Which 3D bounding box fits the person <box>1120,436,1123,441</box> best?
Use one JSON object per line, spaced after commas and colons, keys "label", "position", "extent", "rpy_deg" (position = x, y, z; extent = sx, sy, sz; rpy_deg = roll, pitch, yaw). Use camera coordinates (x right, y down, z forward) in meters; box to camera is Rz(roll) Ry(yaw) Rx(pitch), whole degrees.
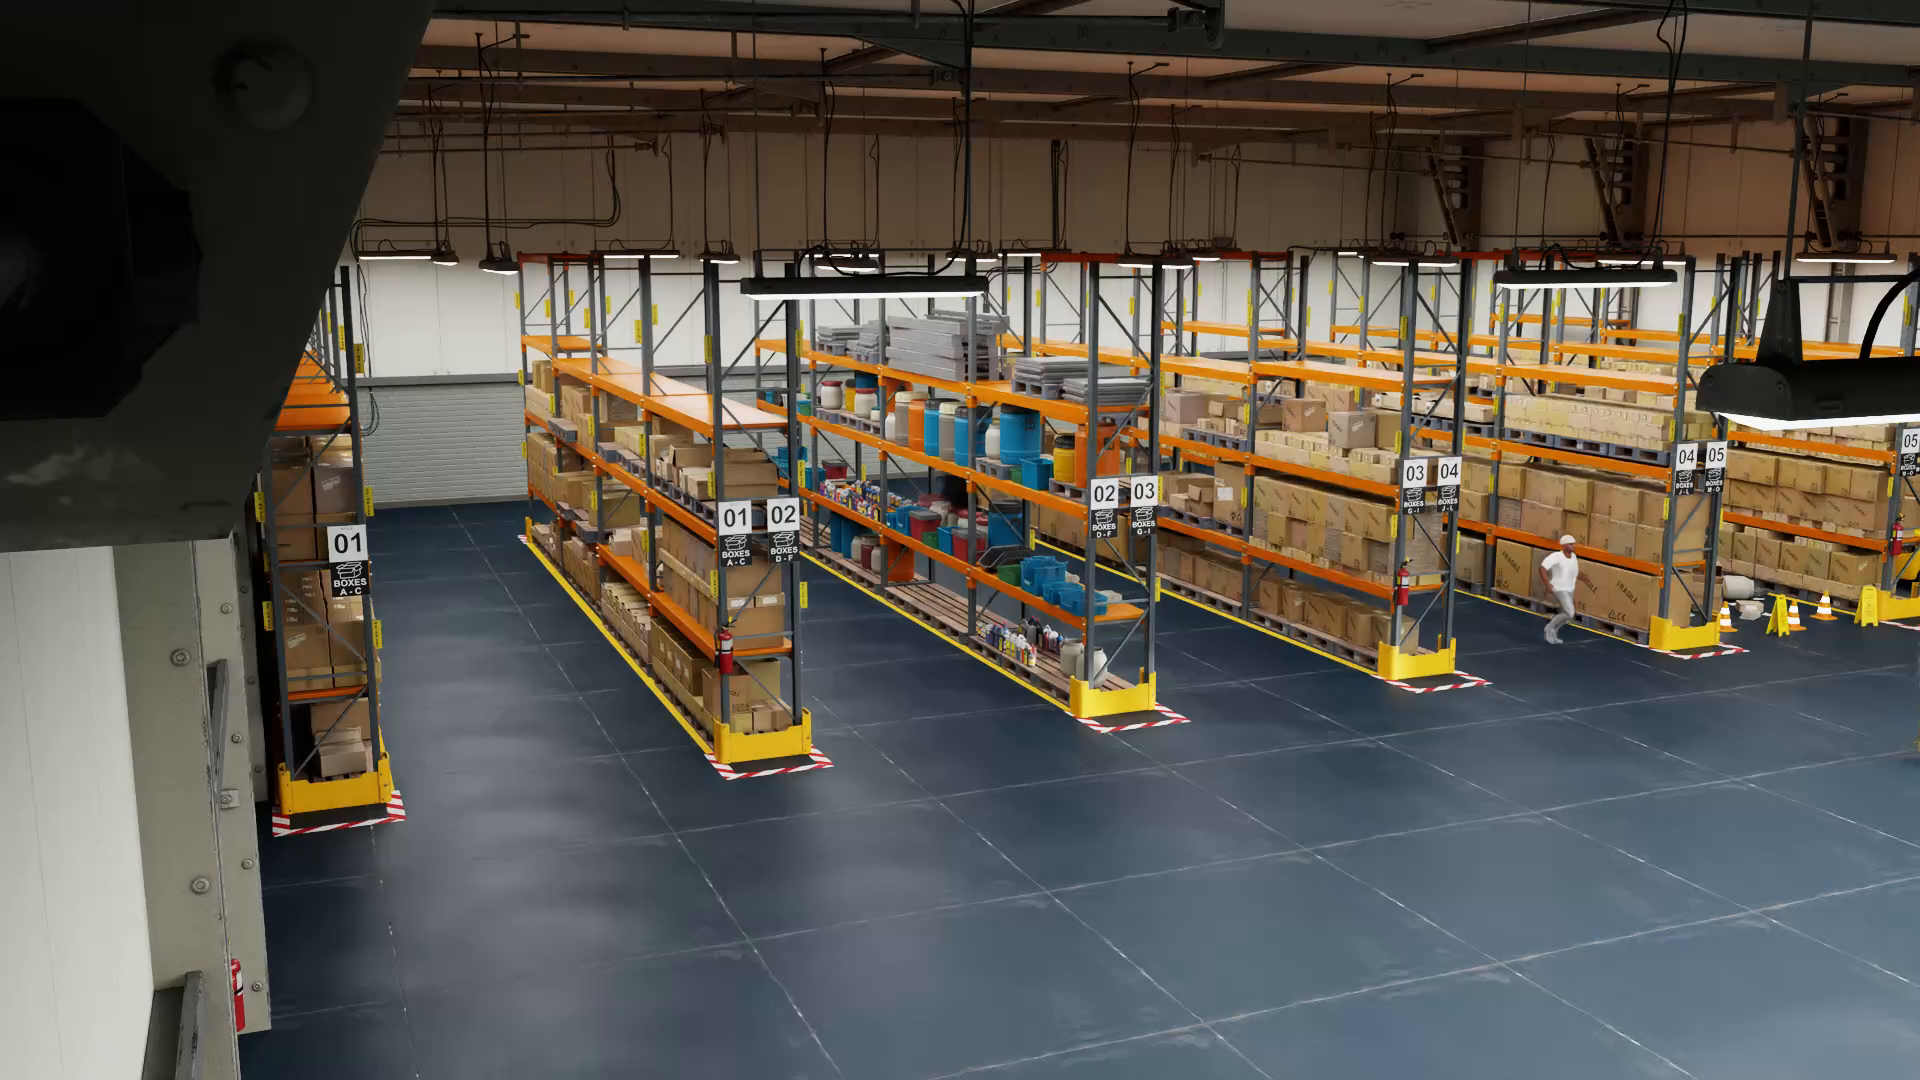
{"label": "person", "position": [3.660, -1.684, 39.719], "extent": [0.667, 1.636, 0.558], "rpy_deg": [0, 10, -2]}

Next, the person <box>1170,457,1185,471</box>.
{"label": "person", "position": [5.543, -2.052, 41.946], "extent": [0.558, 1.643, 0.796], "rpy_deg": [3, 11, 16]}

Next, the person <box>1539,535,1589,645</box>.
{"label": "person", "position": [9.443, 0.778, 25.934], "extent": [0.703, 1.728, 0.609], "rpy_deg": [-8, 13, -37]}
